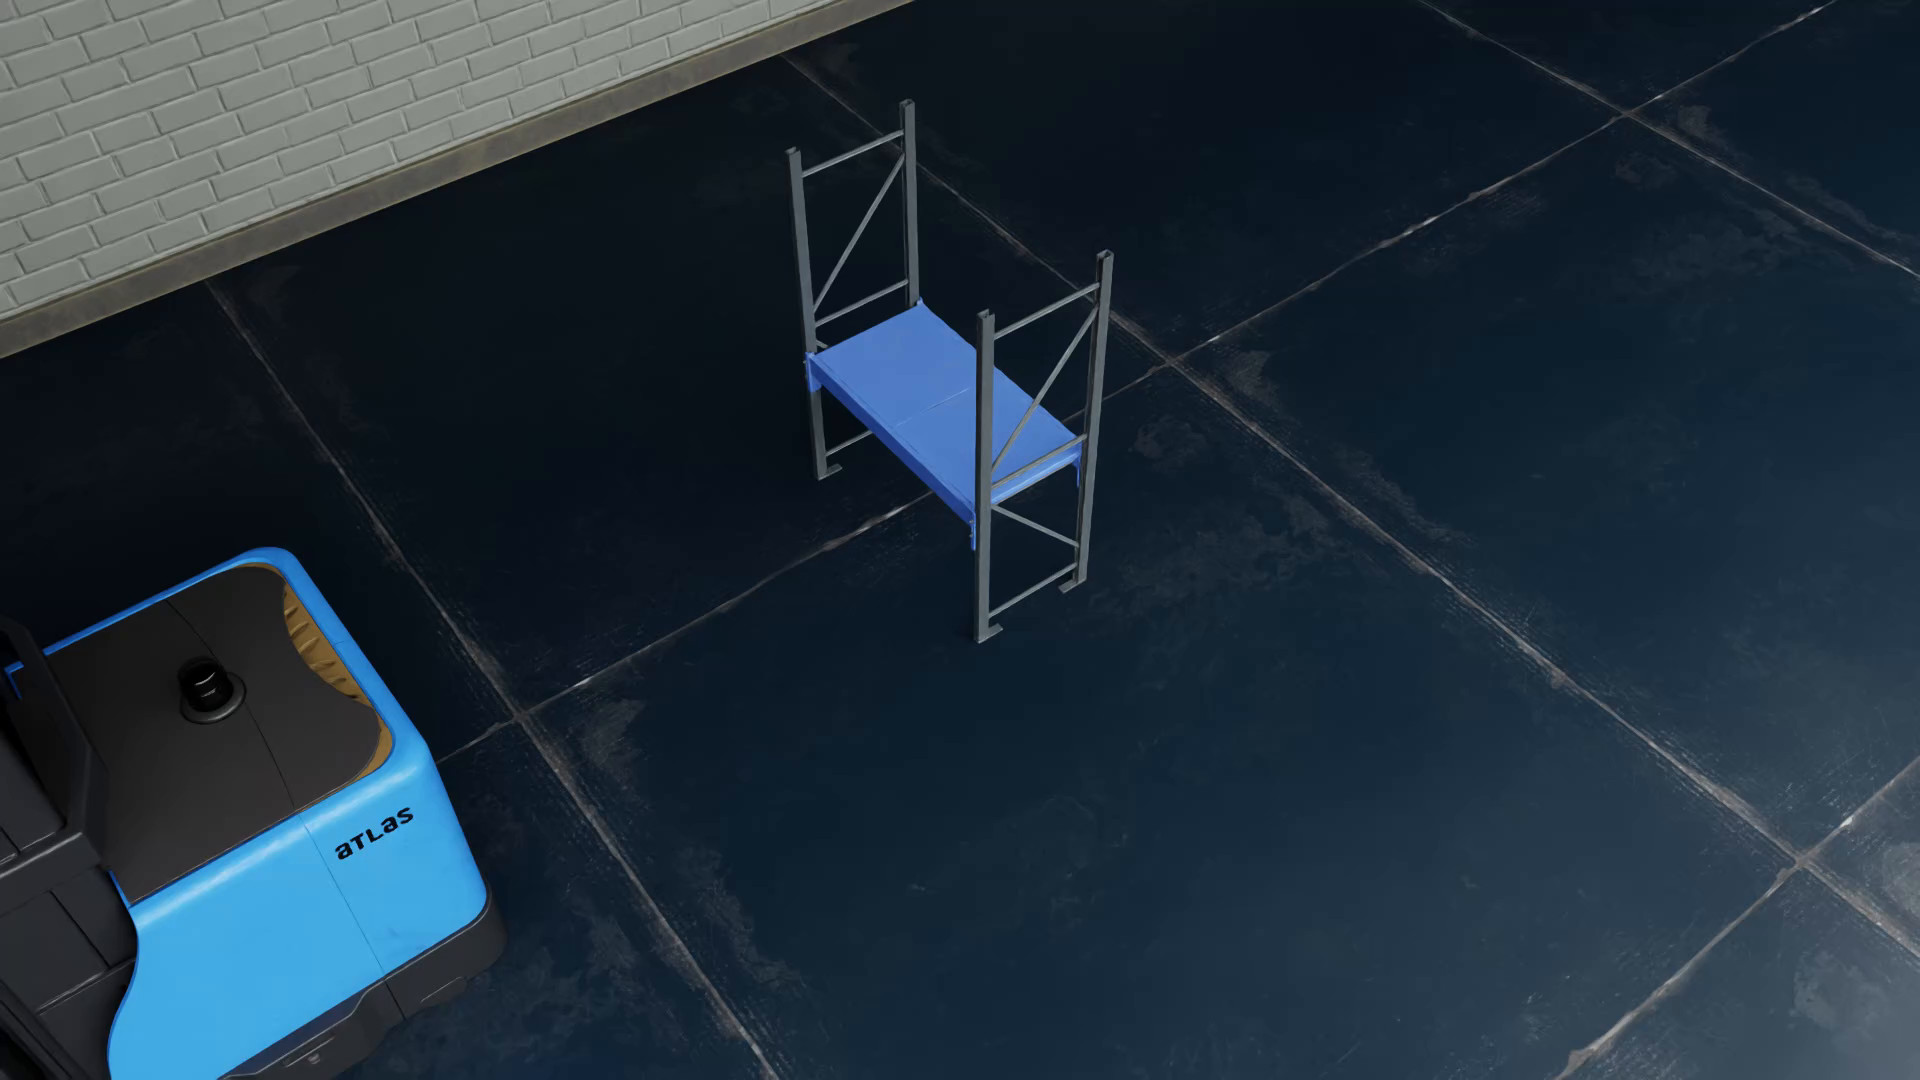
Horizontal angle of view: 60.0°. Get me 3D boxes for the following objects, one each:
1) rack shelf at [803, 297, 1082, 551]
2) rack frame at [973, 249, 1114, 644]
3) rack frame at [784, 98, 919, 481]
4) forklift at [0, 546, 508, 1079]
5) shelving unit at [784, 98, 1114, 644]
[{"bbox_3d":[-0.052,-0.433,5.873,0.538,0.185,1.000,-29,54,-24],"label":"rack shelf"},{"bbox_3d":[0.256,-0.254,5.468,0.500,1.500,0.032,-29,54,-24],"label":"rack frame"},{"bbox_3d":[-0.359,-0.854,6.012,0.500,1.500,0.032,-29,54,-24],"label":"rack frame"},{"bbox_3d":[-2.843,0.689,3.647,3.031,2.935,1.130,-30,55,-25],"label":"forklift"},{"bbox_3d":[-0.052,-0.554,5.740,0.538,1.500,1.048,-29,54,-24],"label":"shelving unit"}]
